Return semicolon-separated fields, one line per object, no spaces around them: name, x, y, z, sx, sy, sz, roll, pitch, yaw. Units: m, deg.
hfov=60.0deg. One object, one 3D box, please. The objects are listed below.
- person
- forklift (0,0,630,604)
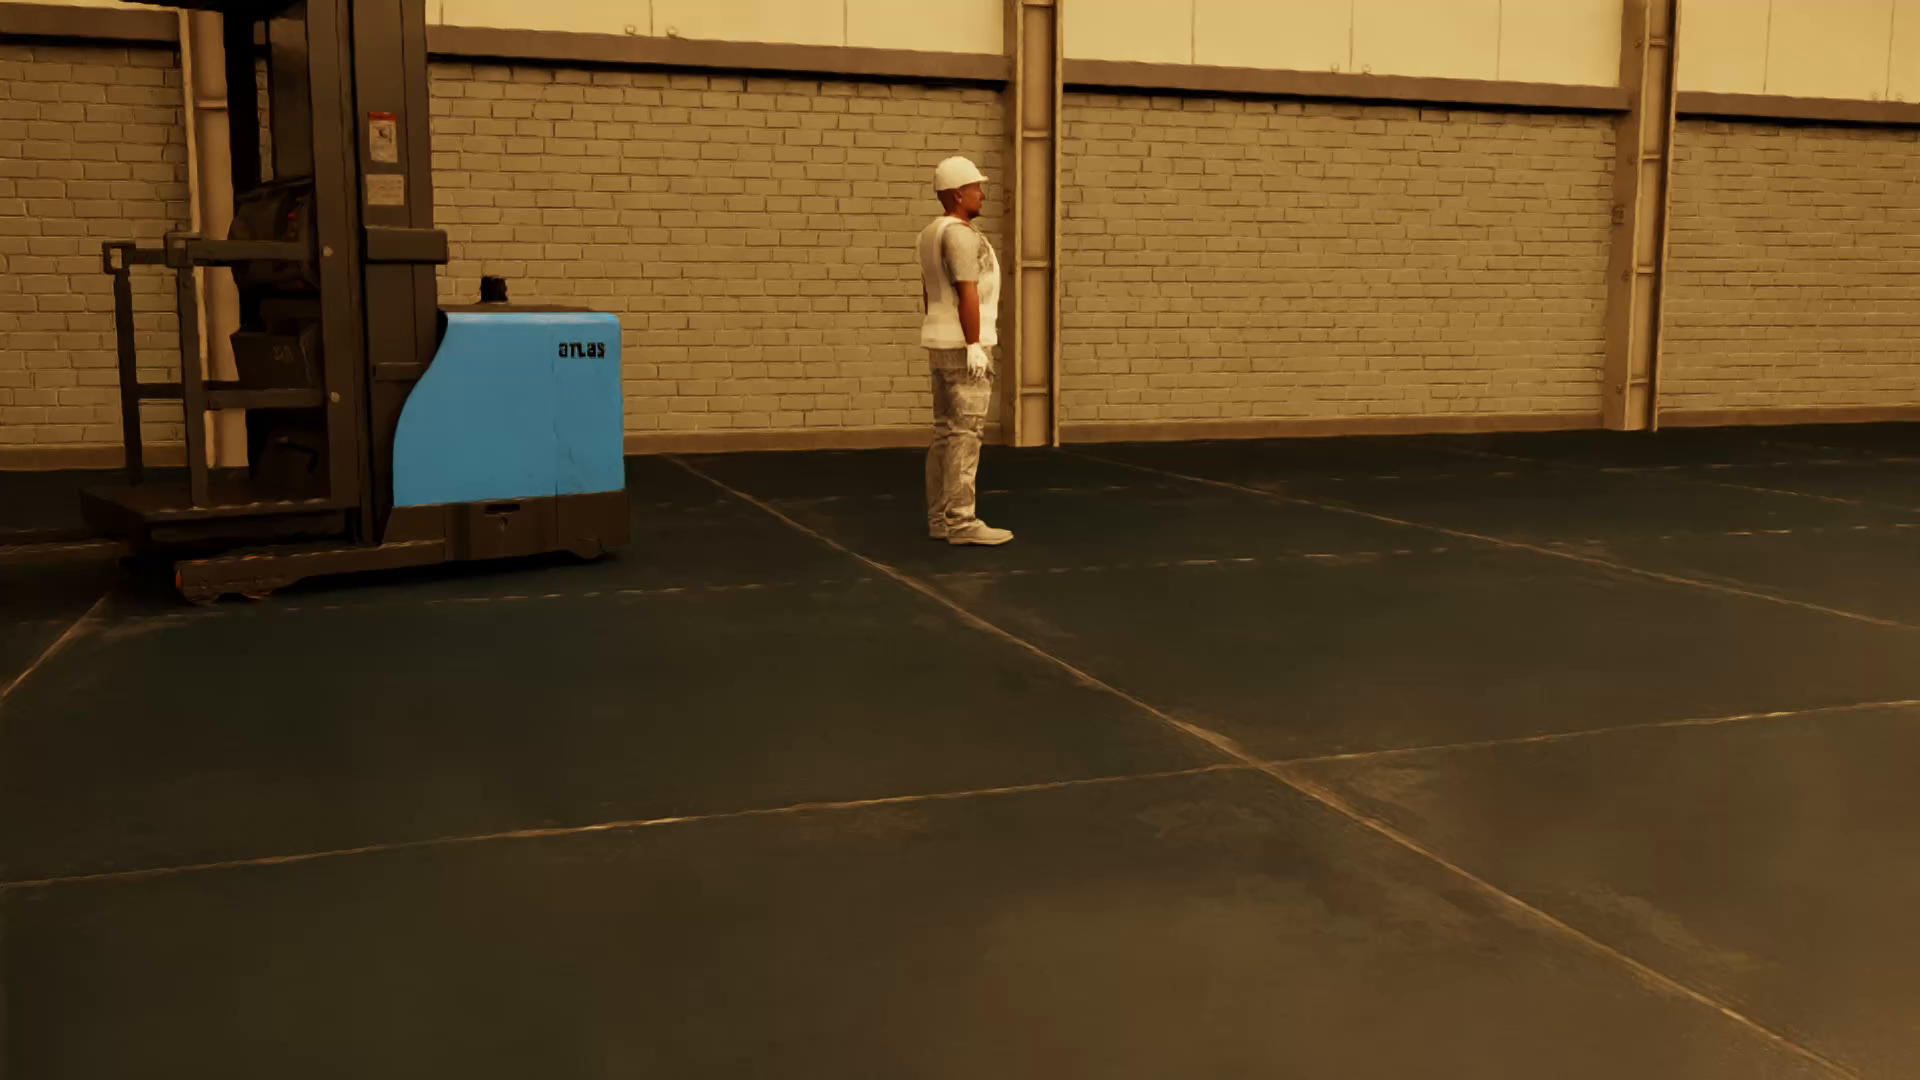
person;0.012;-0.886;7.809;0.365;1.790;0.546;-3;8;-18
forklift;-2.917;-1.293;6.555;3.031;2.935;1.130;-6;10;-38
